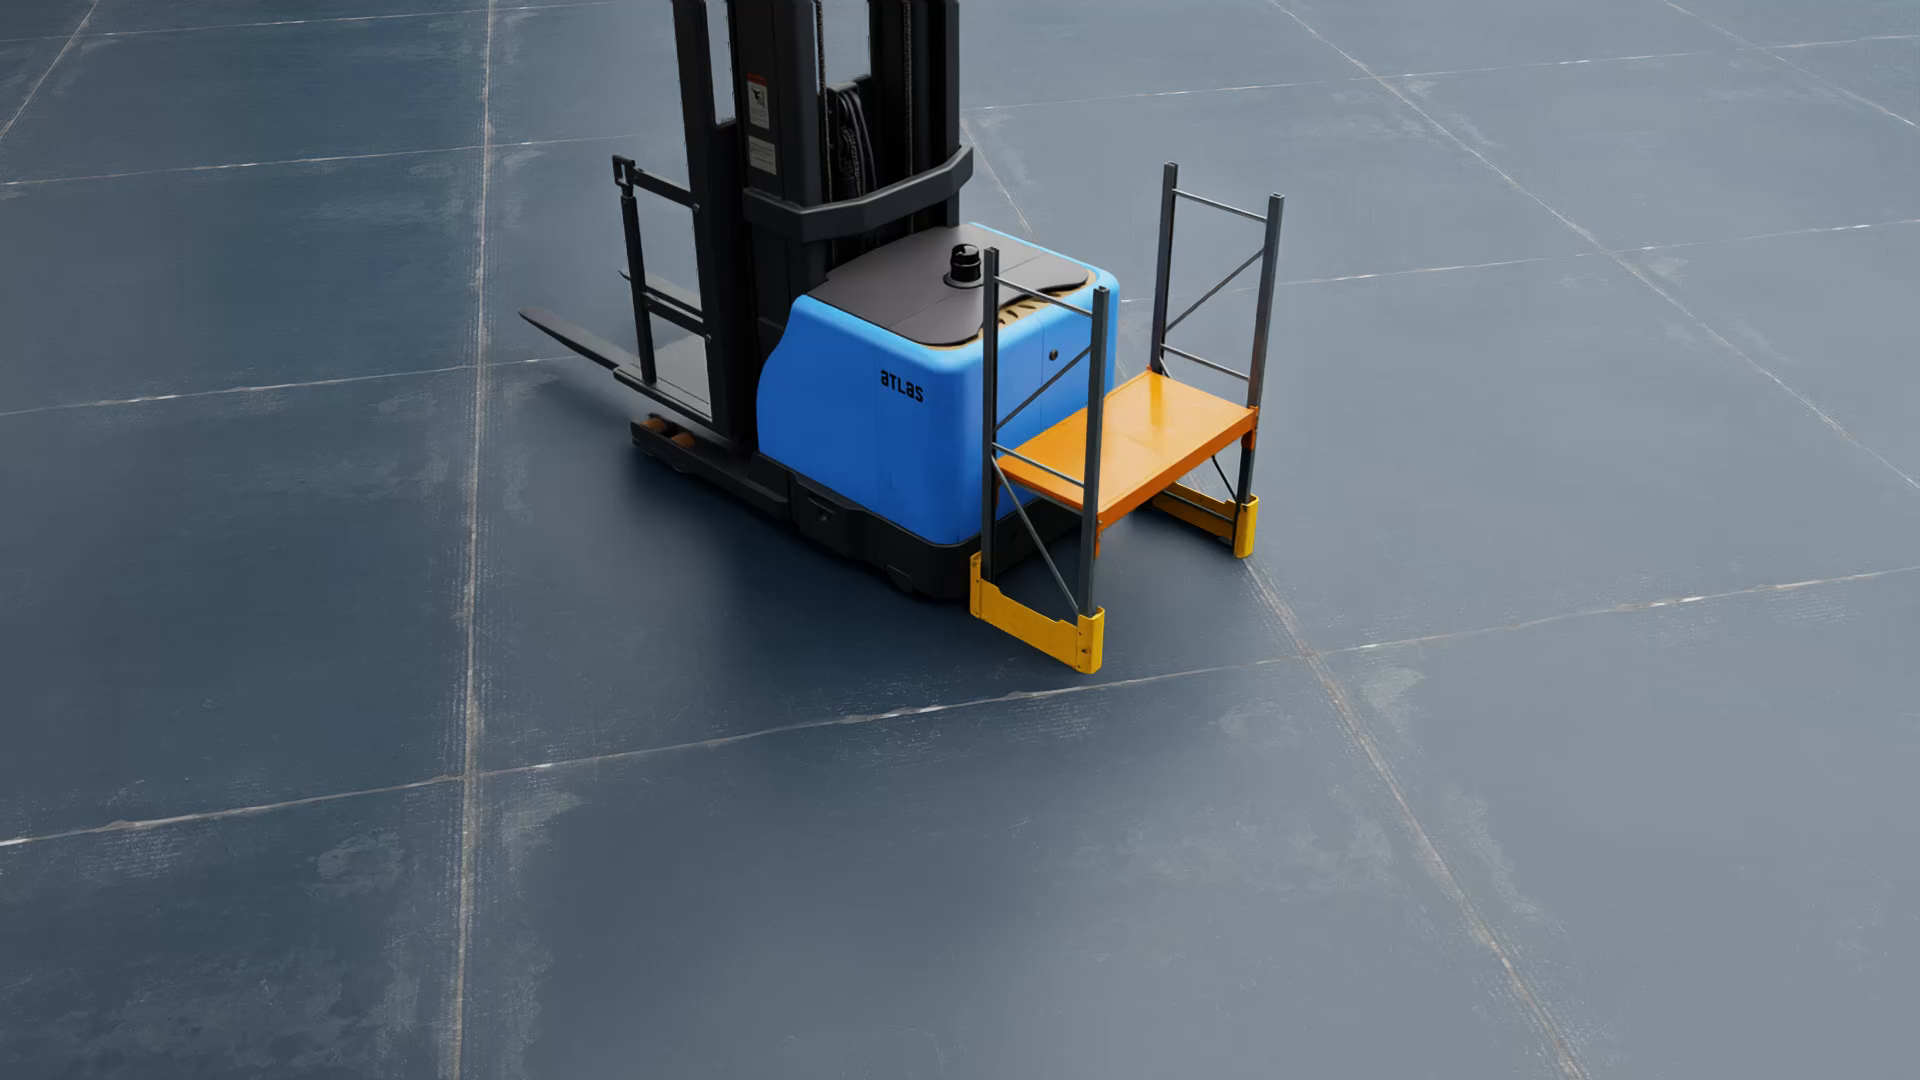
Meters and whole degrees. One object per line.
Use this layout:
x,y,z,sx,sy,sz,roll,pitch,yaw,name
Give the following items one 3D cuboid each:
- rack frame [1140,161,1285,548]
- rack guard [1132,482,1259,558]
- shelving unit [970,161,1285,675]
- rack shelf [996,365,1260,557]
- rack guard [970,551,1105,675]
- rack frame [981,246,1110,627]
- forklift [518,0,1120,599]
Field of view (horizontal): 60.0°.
0.949,-0.679,6.416,0.500,1.500,0.032,26,42,33,rack frame
0.936,-0.152,6.752,0.587,0.250,0.087,26,42,33,rack guard
0.606,-0.463,6.094,0.587,1.500,1.083,26,42,33,shelving unit
0.612,-0.317,6.200,0.538,0.185,1.000,26,42,33,rack shelf
0.276,0.264,6.133,0.587,0.250,0.087,26,42,33,rack guard
0.276,-0.255,5.783,0.500,1.500,0.032,26,42,33,rack frame
-0.796,-1.698,6.650,3.031,2.935,1.130,27,43,35,forklift
